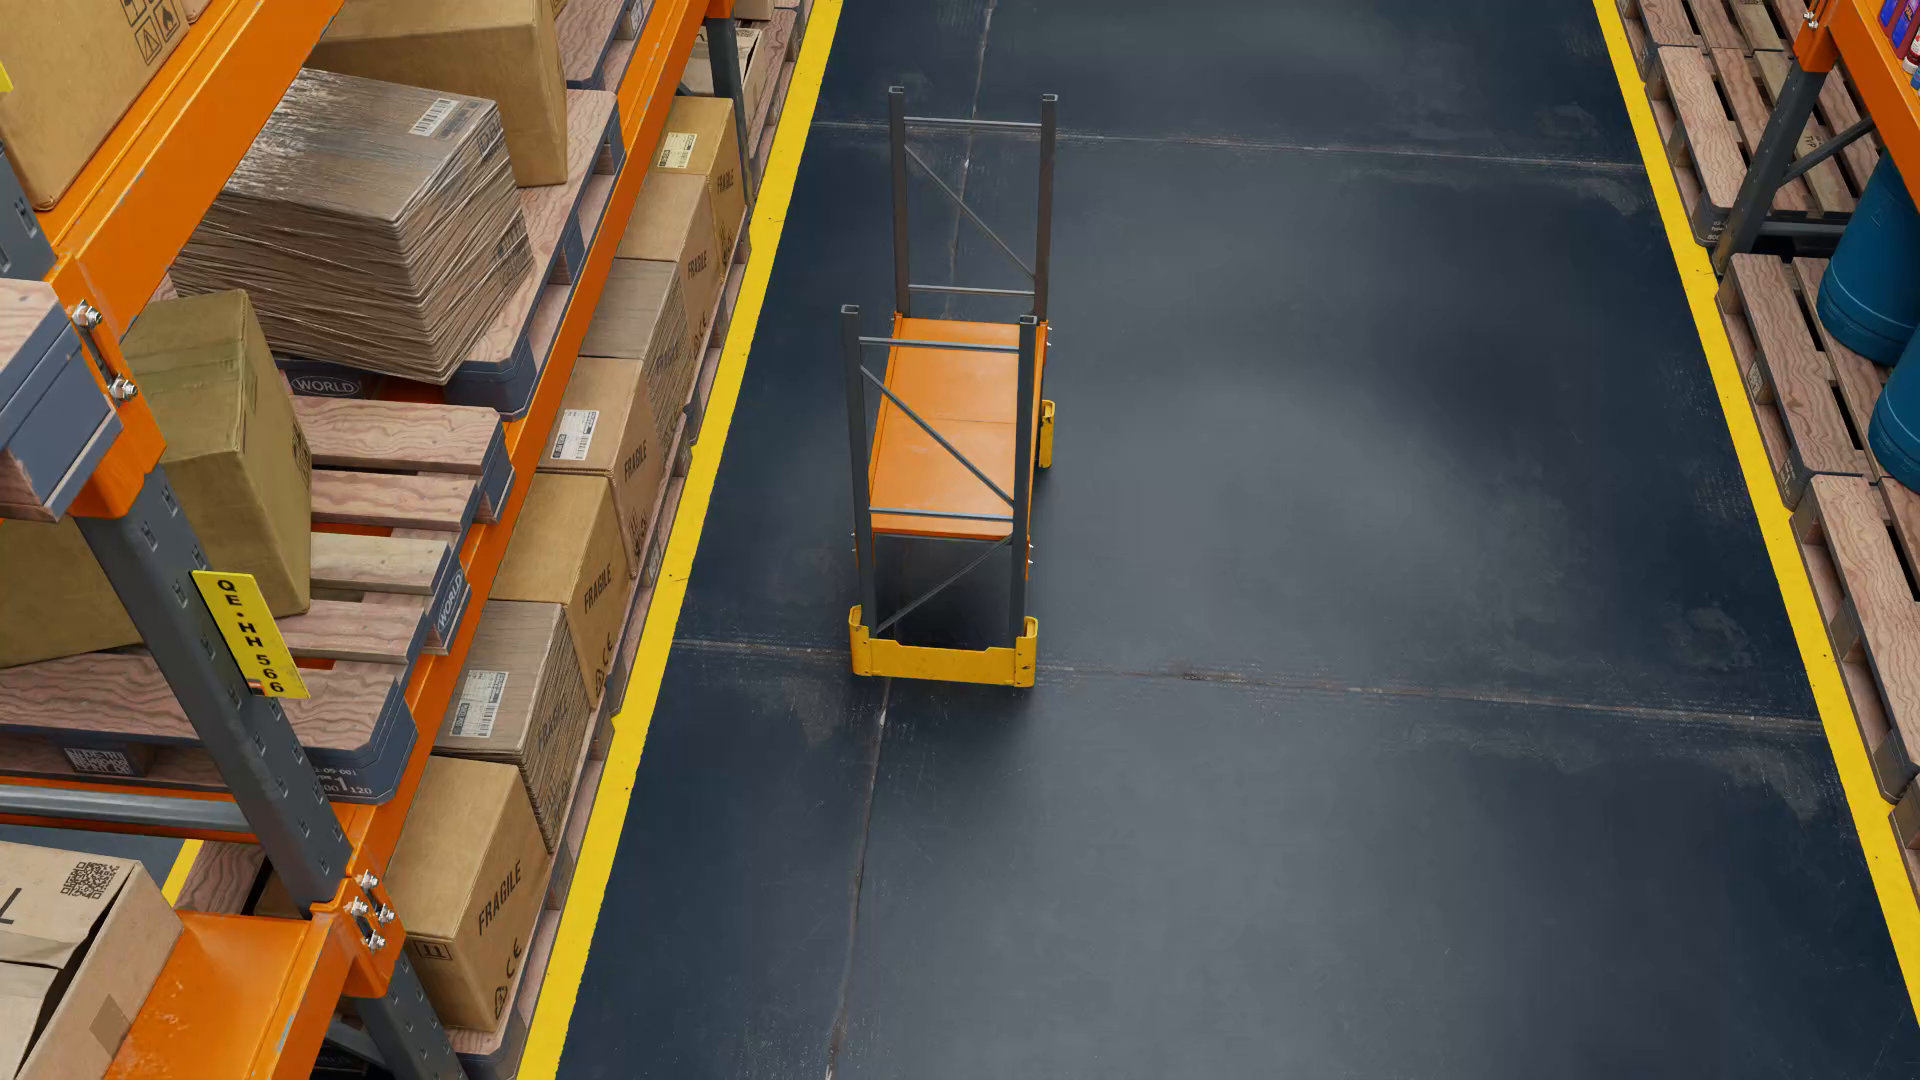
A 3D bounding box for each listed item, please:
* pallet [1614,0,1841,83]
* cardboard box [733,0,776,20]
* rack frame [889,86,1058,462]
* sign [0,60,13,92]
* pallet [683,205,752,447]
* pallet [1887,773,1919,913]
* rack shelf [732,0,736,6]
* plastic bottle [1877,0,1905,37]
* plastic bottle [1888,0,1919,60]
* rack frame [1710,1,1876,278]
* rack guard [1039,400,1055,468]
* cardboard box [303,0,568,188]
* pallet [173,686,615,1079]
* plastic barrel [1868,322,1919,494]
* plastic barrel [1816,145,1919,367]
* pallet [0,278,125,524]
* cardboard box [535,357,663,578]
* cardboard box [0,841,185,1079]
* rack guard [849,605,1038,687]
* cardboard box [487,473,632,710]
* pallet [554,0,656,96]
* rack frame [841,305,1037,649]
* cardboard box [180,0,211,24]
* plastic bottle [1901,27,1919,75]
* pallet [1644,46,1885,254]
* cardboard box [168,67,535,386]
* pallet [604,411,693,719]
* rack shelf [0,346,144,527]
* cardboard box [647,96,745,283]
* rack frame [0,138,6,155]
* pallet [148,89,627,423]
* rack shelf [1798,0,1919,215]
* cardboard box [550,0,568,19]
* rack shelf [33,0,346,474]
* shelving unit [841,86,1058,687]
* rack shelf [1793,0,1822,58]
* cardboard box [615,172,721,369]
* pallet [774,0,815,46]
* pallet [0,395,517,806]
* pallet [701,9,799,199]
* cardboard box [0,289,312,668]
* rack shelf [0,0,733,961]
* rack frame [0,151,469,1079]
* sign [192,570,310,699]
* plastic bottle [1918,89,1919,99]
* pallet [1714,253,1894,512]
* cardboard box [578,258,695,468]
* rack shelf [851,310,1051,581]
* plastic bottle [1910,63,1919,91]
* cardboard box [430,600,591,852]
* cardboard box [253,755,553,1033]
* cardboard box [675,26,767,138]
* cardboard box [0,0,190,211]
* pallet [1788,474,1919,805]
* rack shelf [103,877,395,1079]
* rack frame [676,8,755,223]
[{"bbox_3d":[3.698,-2.585,7.971,1.003,0.211,1.213,4,48,4],"label":"pallet"},{"bbox_3d":[-1.049,-2.542,7.665,0.380,0.166,0.250,4,48,4],"label":"cardboard box"},{"bbox_3d":[0.039,-0.817,5.481,0.500,1.500,0.032,4,48,4],"label":"rack frame"},{"bbox_3d":[-1.184,-0.651,1.876,0.100,0.325,0.005,4,48,4],"label":"sign"},{"bbox_3d":[-1.408,-0.879,6.411,1.003,0.211,1.213,4,48,4],"label":"pallet"},{"bbox_3d":[3.227,1.214,4.496,1.003,0.211,1.213,4,48,4],"label":"pallet"},{"bbox_3d":[-1.189,-3.647,7.540,1.077,0.370,4.000,4,48,4],"label":"rack shelf"},{"bbox_3d":[3.103,-1.804,5.446,0.061,0.283,0.133,4,48,4],"label":"plastic bottle"},{"bbox_3d":[3.091,-1.706,5.357,0.061,0.283,0.133,4,48,4],"label":"plastic bottle"},{"bbox_3d":[3.561,-2.084,5.623,1.000,3.000,0.127,4,48,4],"label":"rack frame"},{"bbox_3d":[0.038,-0.394,5.941,0.587,0.250,0.087,4,48,4],"label":"rack guard"},{"bbox_3d":[-1.471,-1.293,4.548,0.700,0.500,0.500,-7,48,-6],"label":"cardboard box"},{"bbox_3d":[-1.630,0.914,4.771,1.003,0.211,1.213,4,48,4],"label":"pallet"},{"bbox_3d":[3.430,-0.599,5.402,0.600,0.901,0.708,4,48,4],"label":"plastic barrel"},{"bbox_3d":[3.495,-1.119,5.878,0.600,0.901,0.708,4,48,4],"label":"plastic barrel"},{"bbox_3d":[-1.708,0.075,1.743,1.213,0.211,1.003,6,48,5],"label":"pallet"},{"bbox_3d":[-1.274,-0.238,5.331,0.500,0.500,0.500,2,48,2],"label":"cardboard box"},{"bbox_3d":[-1.812,0.814,3.033,0.500,0.311,0.500,7,48,6],"label":"cardboard box"},{"bbox_3d":[-0.052,0.338,5.272,0.587,0.250,0.087,4,48,4],"label":"rack guard"},{"bbox_3d":[-1.317,0.146,4.980,0.500,0.500,0.500,3,48,3],"label":"cardboard box"},{"bbox_3d":[-1.553,-1.775,5.471,1.003,0.211,1.213,4,48,4],"label":"pallet"},{"bbox_3d":[-0.054,-0.070,4.798,0.500,1.500,0.032,4,48,4],"label":"rack frame"},{"bbox_3d":[-1.683,-1.224,2.737,0.910,0.500,0.500,4,48,4],"label":"cardboard box"},{"bbox_3d":[3.099,-1.592,5.308,0.097,0.201,0.097,0,48,0],"label":"plastic bottle"},{"bbox_3d":[3.590,-1.686,7.149,1.003,0.211,1.213,4,48,4],"label":"pallet"},{"bbox_3d":[-1.517,-0.786,4.084,0.700,0.500,0.500,12,49,11],"label":"cardboard box"},{"bbox_3d":[-1.516,0.020,5.588,1.003,0.211,1.213,4,48,4],"label":"pallet"},{"bbox_3d":[-1.918,1.219,1.057,1.077,0.370,4.000,4,48,4],"label":"rack shelf"},{"bbox_3d":[-1.131,-1.343,6.341,0.500,0.500,0.500,4,48,3],"label":"cardboard box"},{"bbox_3d":[-1.736,-1.505,1.029,1.000,3.000,0.127,4,48,4],"label":"rack frame"},{"bbox_3d":[-1.563,-0.845,4.620,1.003,0.211,1.213,4,48,4],"label":"pallet"},{"bbox_3d":[3.379,-0.372,4.545,1.077,0.370,4.000,4,48,4],"label":"rack shelf"},{"bbox_3d":[-1.637,-1.753,4.968,0.700,0.500,0.500,11,48,10],"label":"cardboard box"},{"bbox_3d":[-1.553,-1.720,3.745,1.077,0.370,4.000,4,48,4],"label":"rack shelf"},{"bbox_3d":[-0.007,-0.450,5.145,0.587,1.500,1.083,4,48,4],"label":"shelving unit"},{"bbox_3d":[3.744,-3.311,7.233,1.077,0.370,4.000,4,48,4],"label":"rack shelf"},{"bbox_3d":[-1.184,-0.980,6.010,0.500,0.500,0.500,4,48,4],"label":"cardboard box"},{"bbox_3d":[-1.199,-2.882,8.243,1.003,0.211,1.213,4,48,4],"label":"pallet"},{"bbox_3d":[-1.744,0.081,3.773,1.213,0.211,1.003,4,48,4],"label":"pallet"},{"bbox_3d":[-1.308,-1.983,7.421,1.003,0.211,1.213,4,48,4],"label":"pallet"},{"bbox_3d":[-1.790,-0.127,3.481,0.700,0.500,0.500,-11,48,-10],"label":"cardboard box"},{"bbox_3d":[-1.553,-0.708,4.852,1.077,0.370,4.000,4,48,4],"label":"rack shelf"},{"bbox_3d":[-1.736,0.519,3.242,1.000,3.000,0.127,4,48,4],"label":"rack frame"},{"bbox_3d":[-1.183,0.163,2.783,0.100,0.325,0.005,4,48,4],"label":"sign"},{"bbox_3d":[3.106,-1.459,5.136,0.152,0.276,0.135,4,48,4],"label":"plastic bottle"},{"bbox_3d":[3.449,-0.579,6.136,1.003,0.211,1.213,4,48,4],"label":"pallet"},{"bbox_3d":[-1.230,-0.612,5.673,0.500,0.500,0.500,4,48,4],"label":"cardboard box"},{"bbox_3d":[-0.008,-0.322,5.272,0.538,0.185,1.000,4,48,4],"label":"rack shelf"},{"bbox_3d":[3.090,-1.544,5.217,0.097,0.271,0.097,0,48,0],"label":"plastic bottle"},{"bbox_3d":[-1.367,0.514,4.643,0.500,0.500,0.500,2,48,2],"label":"cardboard box"},{"bbox_3d":[-1.410,0.899,4.291,0.500,0.500,0.500,6,48,5],"label":"cardboard box"},{"bbox_3d":[-1.117,-1.955,7.029,0.500,0.311,0.500,4,48,4],"label":"cardboard box"},{"bbox_3d":[-1.729,-0.850,2.394,0.910,0.500,0.500,4,48,4],"label":"cardboard box"},{"bbox_3d":[3.341,0.320,5.314,1.003,0.211,1.213,4,48,4],"label":"pallet"},{"bbox_3d":[-1.918,2.232,2.164,1.077,0.370,4.000,4,48,4],"label":"rack shelf"},{"bbox_3d":[-1.371,-2.420,5.931,1.000,3.000,0.127,4,48,4],"label":"rack frame"}]
